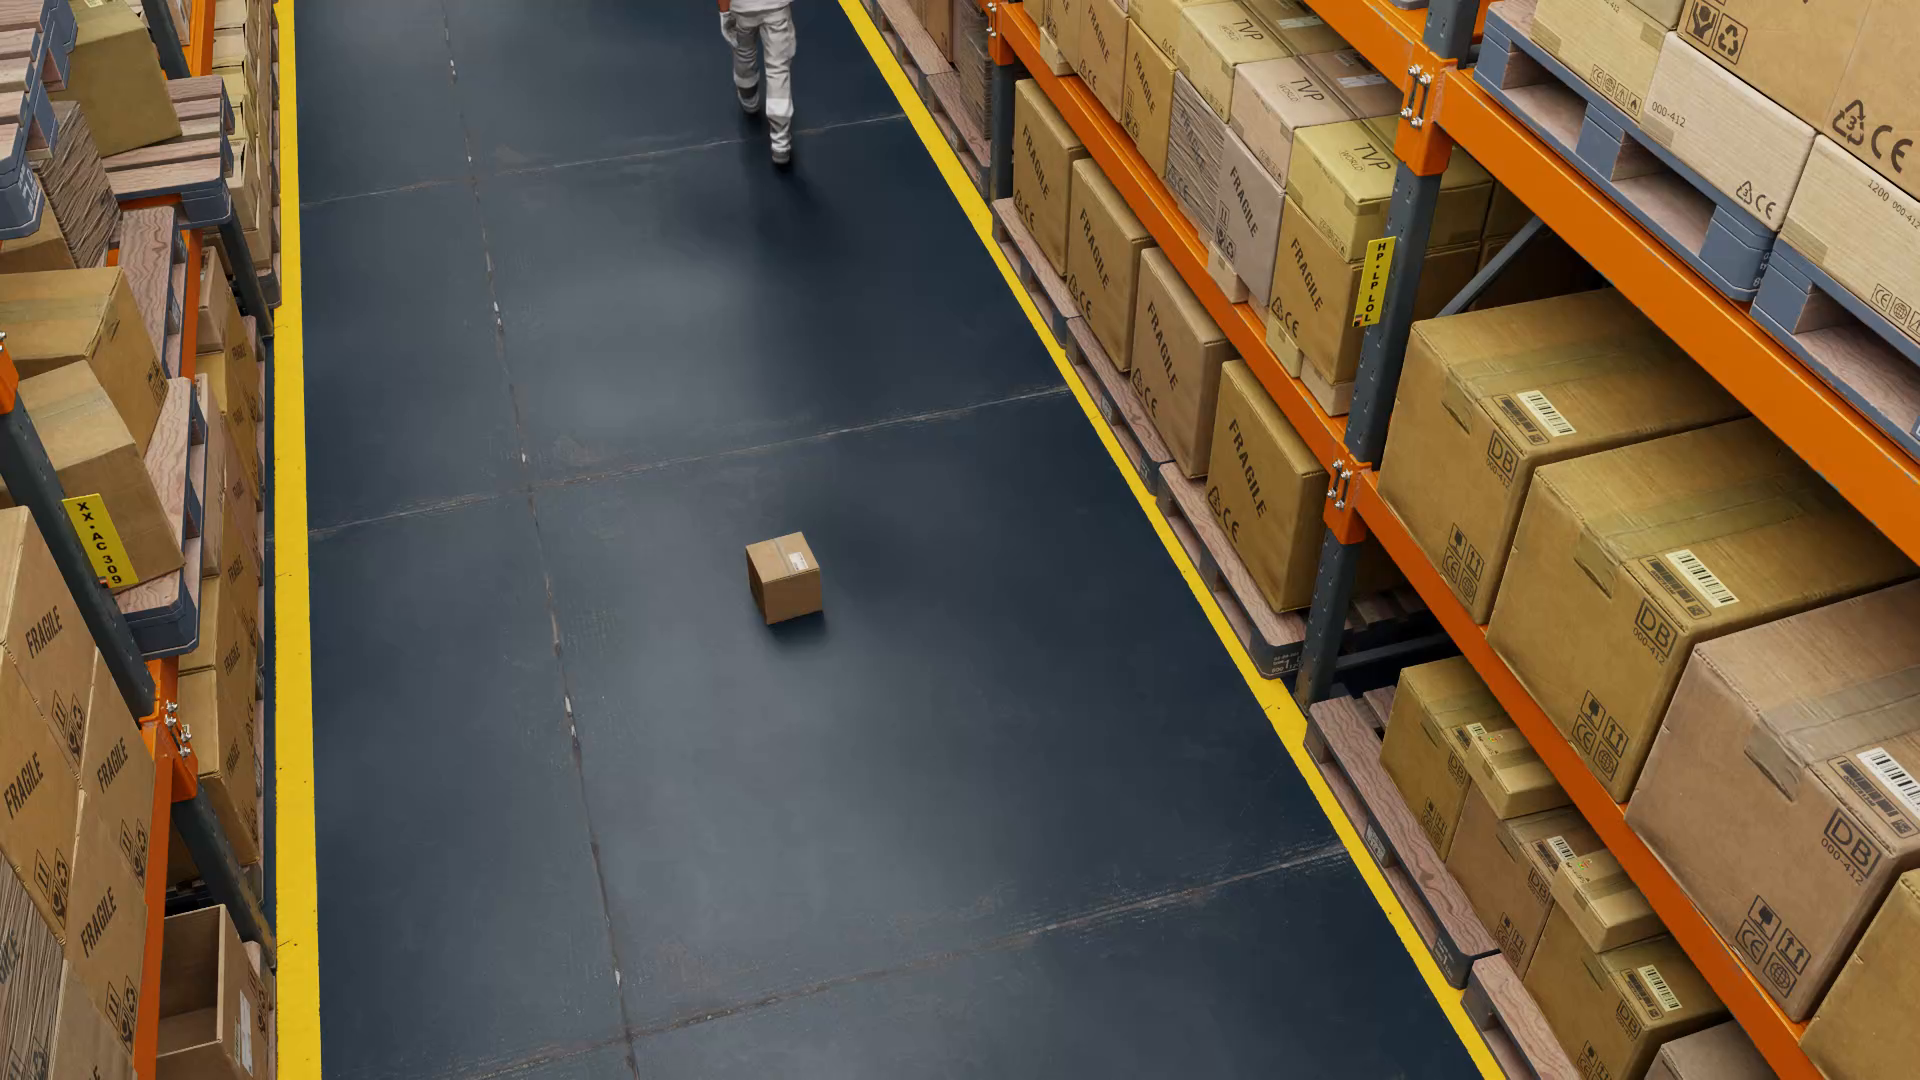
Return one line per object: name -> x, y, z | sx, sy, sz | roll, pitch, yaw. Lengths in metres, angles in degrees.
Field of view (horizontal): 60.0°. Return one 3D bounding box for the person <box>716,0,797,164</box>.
person -> -1.168, -3.175, 9.680 | 0.527, 1.733, 1.038 | -5, 42, -5
